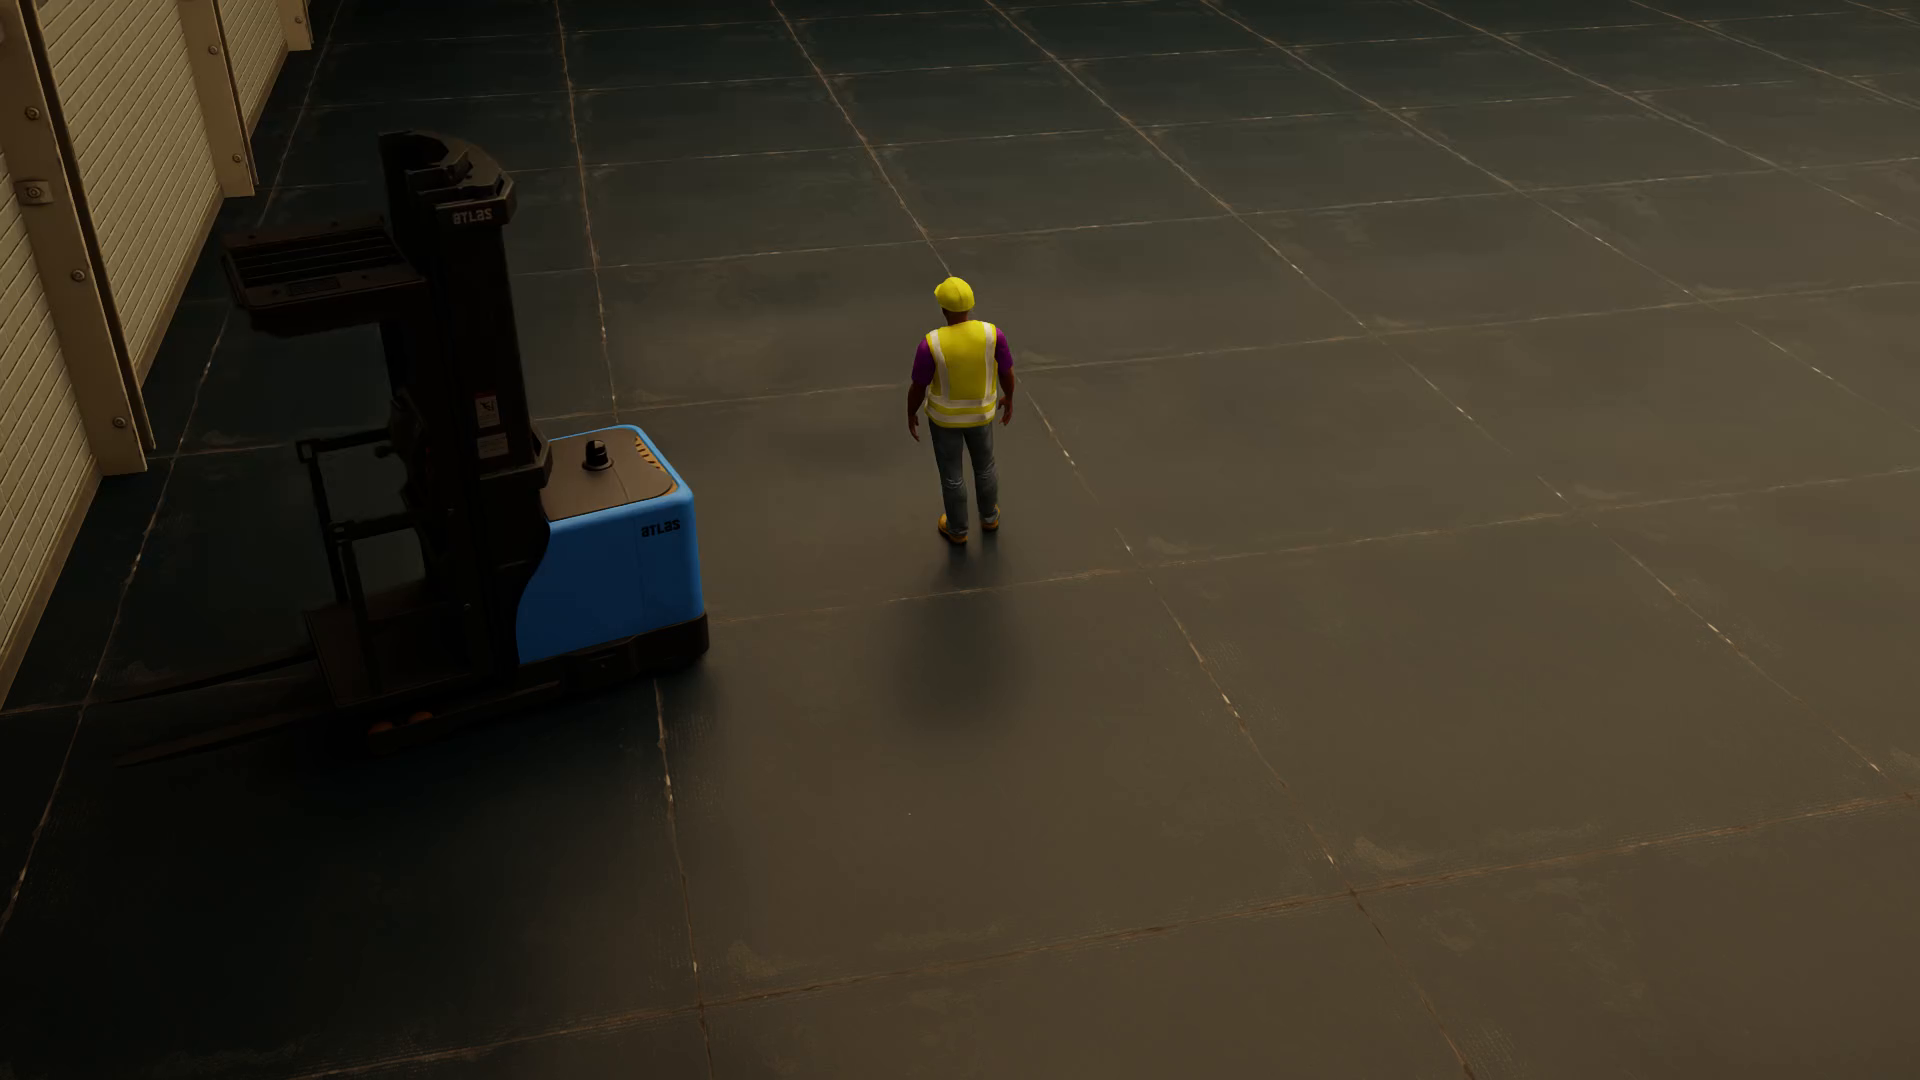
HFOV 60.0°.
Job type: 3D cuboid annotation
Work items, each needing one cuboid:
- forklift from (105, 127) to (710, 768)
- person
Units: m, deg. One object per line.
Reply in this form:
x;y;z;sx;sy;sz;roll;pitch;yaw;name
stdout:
-2.952;-0.464;8.376;3.031;2.935;1.130;-15;33;-24;forklift
-0.011;-0.806;10.114;0.665;1.768;0.575;-7;31;-12;person
